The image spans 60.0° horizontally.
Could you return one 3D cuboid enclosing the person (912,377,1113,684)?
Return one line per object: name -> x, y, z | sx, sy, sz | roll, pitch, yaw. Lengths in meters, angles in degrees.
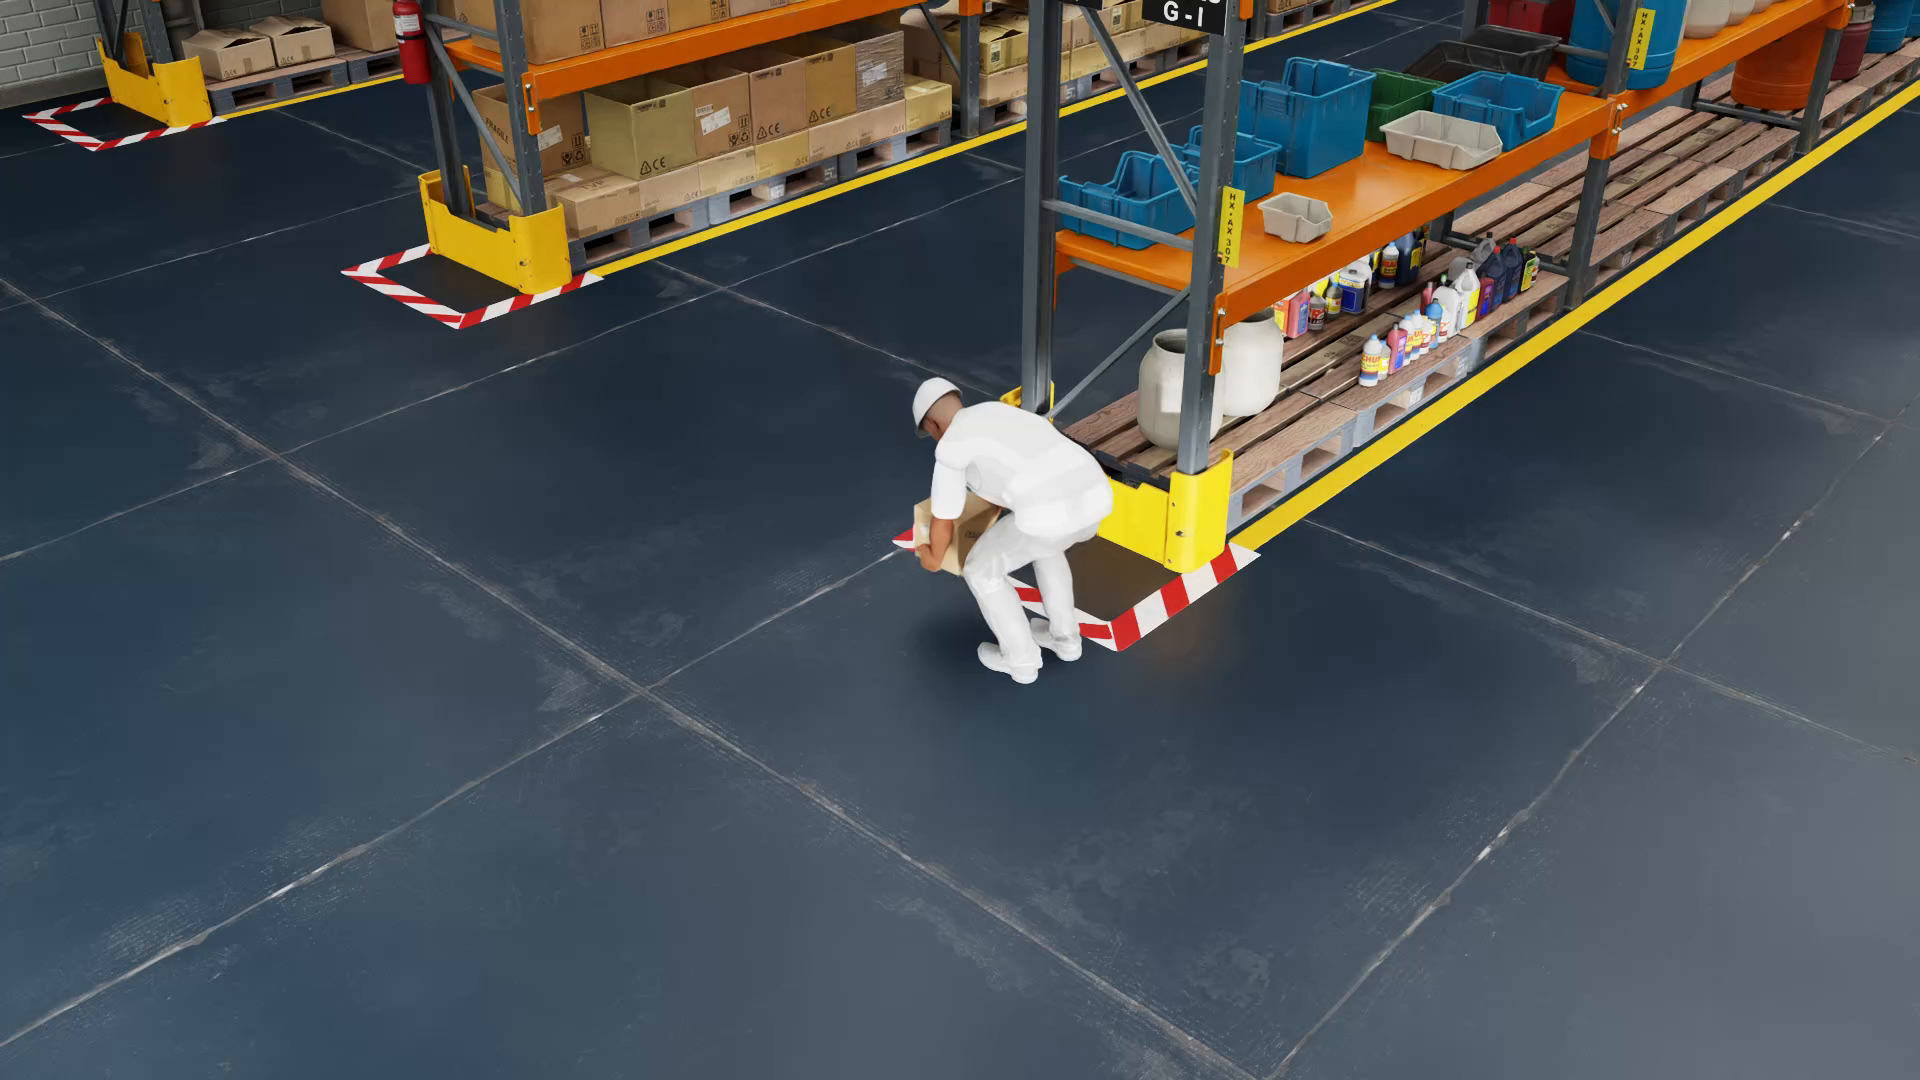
person -> 0.167, -0.045, 6.829 | 0.514, 1.099, 0.965 | -26, 40, -36
